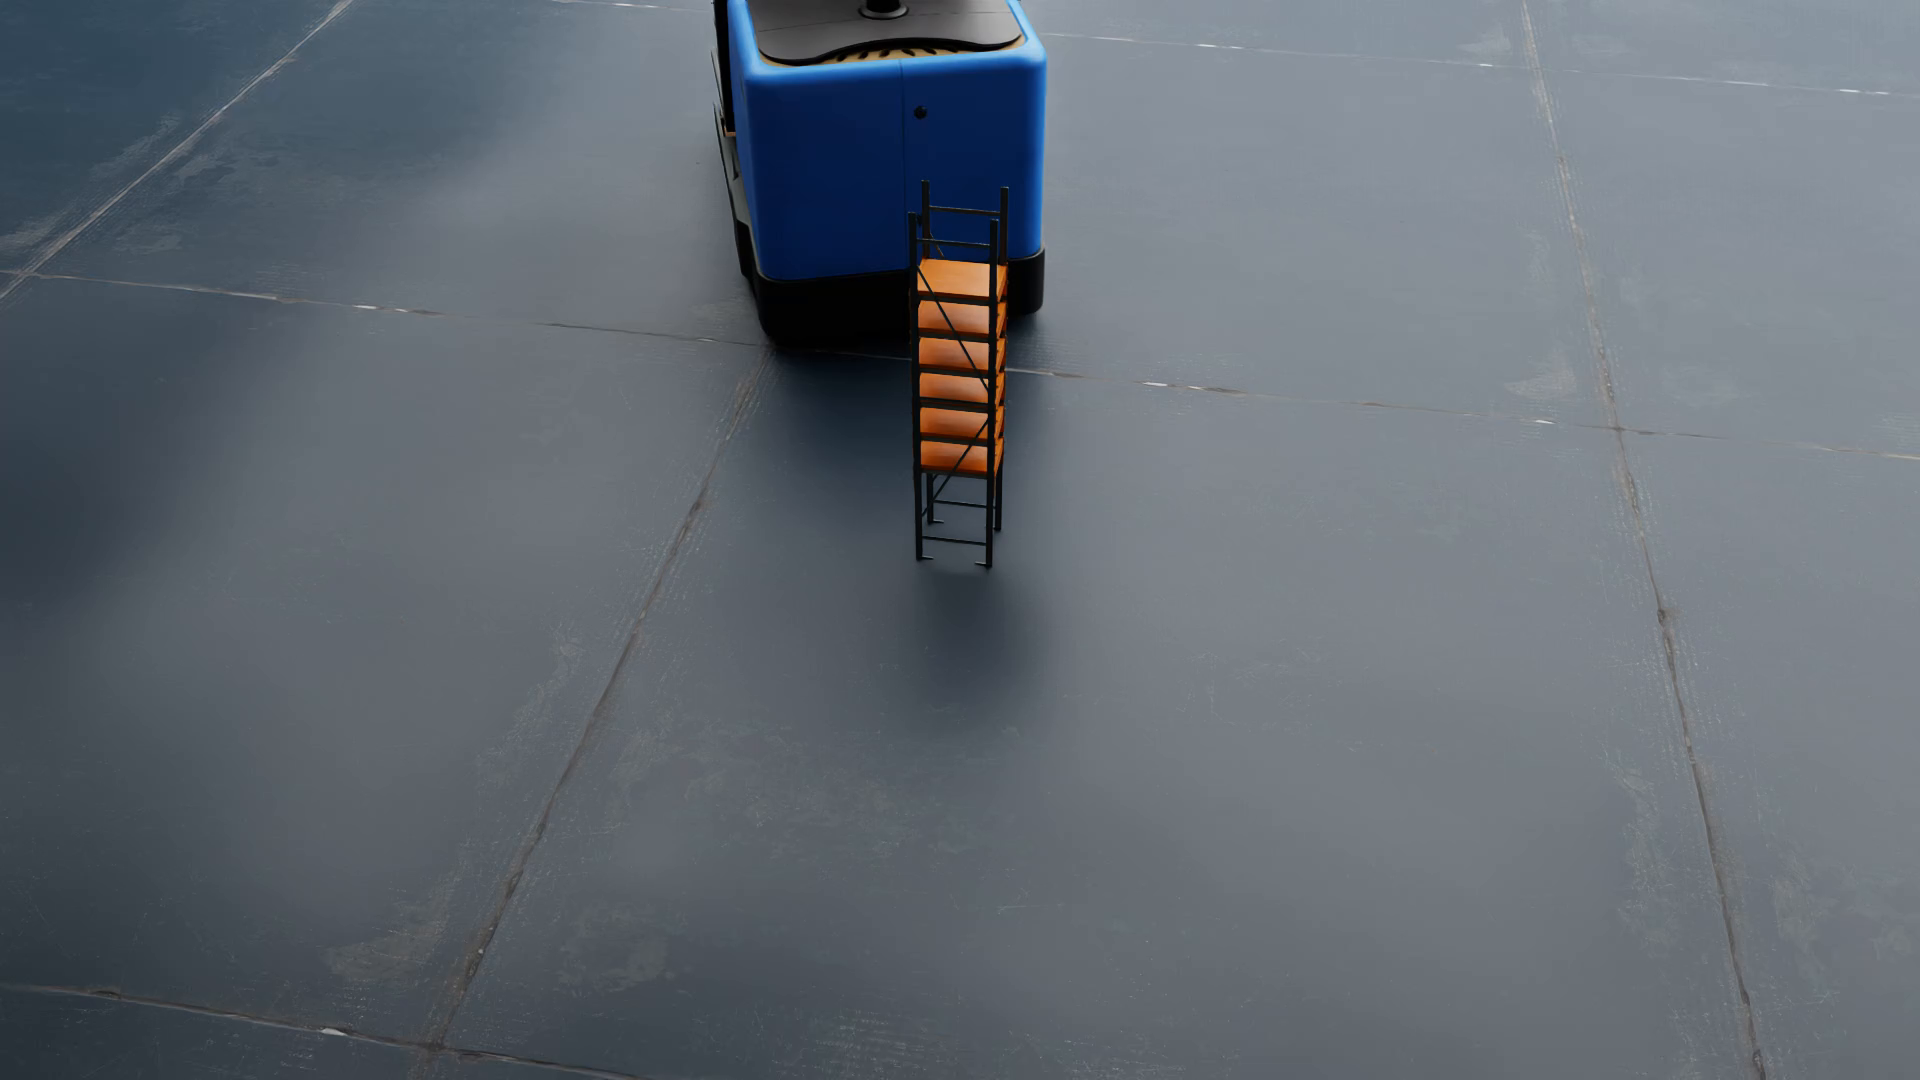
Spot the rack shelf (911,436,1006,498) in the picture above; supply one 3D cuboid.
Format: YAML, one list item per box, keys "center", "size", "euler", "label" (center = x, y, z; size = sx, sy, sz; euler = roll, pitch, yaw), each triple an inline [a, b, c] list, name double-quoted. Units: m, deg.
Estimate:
- center: [-0.002, -0.234, 5.038]
  size: [0.258, 0.103, 0.180]
  euler: [6, 40, 8]
  label: "rack shelf"

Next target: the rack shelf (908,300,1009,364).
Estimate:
- center: [-0.002, -0.604, 4.732]
  size: [0.258, 0.103, 0.180]
  euler: [6, 40, 8]
  label: "rack shelf"

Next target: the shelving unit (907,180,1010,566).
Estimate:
- center: [-0.002, -0.453, 4.857]
  size: [0.258, 1.200, 0.189]
  euler: [6, 40, 8]
  label: "shelving unit"

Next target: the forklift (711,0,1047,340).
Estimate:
- center: [-0.474, -2.795, 6.330]
  size: [1.130, 2.935, 3.031]
  euler: [-7, 40, -8]
  label: "forklift"

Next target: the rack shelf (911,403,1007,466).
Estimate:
- center: [-0.002, -0.327, 4.961]
  size: [0.258, 0.103, 0.180]
  euler: [6, 40, 8]
  label: "rack shelf"

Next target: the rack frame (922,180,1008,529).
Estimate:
- center: [0.013, -0.511, 4.926]
  size: [0.240, 1.200, 0.006]
  euler: [6, 40, 8]
  label: "rack frame"

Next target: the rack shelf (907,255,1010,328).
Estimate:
- center: [-0.002, -0.697, 4.656]
  size: [0.258, 0.103, 0.180]
  euler: [6, 40, 8]
  label: "rack shelf"

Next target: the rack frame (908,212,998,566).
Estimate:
- center: [-0.018, -0.396, 4.787]
  size: [0.240, 1.200, 0.006]
  euler: [6, 40, 8]
  label: "rack frame"

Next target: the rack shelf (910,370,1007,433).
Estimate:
- center: [-0.002, -0.419, 4.885]
  size: [0.258, 0.103, 0.180]
  euler: [6, 40, 8]
  label: "rack shelf"

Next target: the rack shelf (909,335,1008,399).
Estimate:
- center: [-0.002, -0.512, 4.809]
  size: [0.258, 0.103, 0.180]
  euler: [6, 40, 8]
  label: "rack shelf"
